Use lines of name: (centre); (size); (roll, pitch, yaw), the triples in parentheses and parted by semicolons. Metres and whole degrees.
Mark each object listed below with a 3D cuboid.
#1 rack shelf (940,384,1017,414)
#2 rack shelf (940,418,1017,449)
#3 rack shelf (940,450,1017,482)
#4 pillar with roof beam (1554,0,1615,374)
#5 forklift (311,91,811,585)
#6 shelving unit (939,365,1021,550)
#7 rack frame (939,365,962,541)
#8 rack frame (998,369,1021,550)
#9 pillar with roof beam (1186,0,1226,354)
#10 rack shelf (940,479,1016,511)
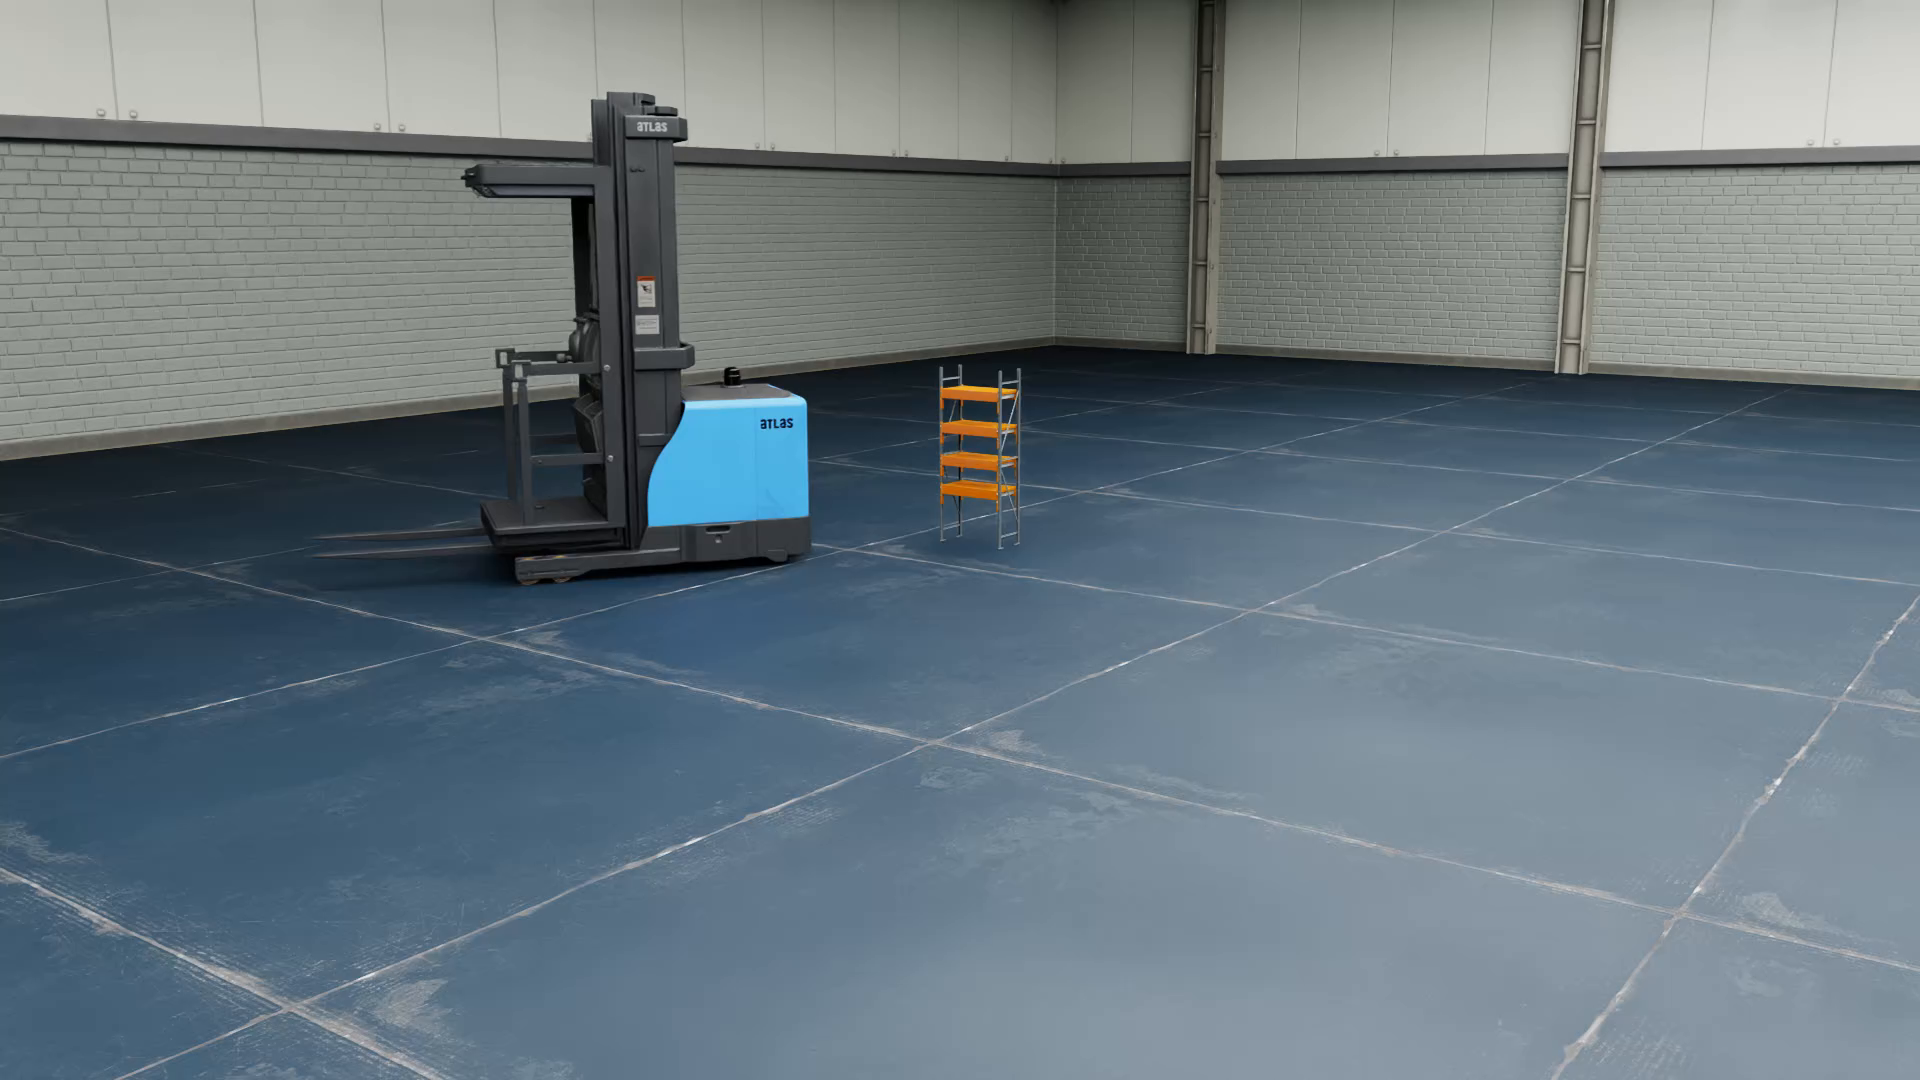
rack shelf: (0.133, -0.956, 11.245); (0.480, 0.148, 0.258); (8, 13, 36)
rack shelf: (0.133, -0.724, 11.290); (0.480, 0.148, 0.258); (8, 13, 36)
rack shelf: (0.133, -0.504, 11.332); (0.480, 0.148, 0.258); (8, 13, 36)
pillar with roof beam: (6.272, -6.170, 19.732); (0.400, 9.000, 9.100); (8, 13, 36)
forklift: (-2.536, -1.279, 10.423); (3.031, 2.935, 1.130); (-4, 12, -20)
shelving unit: (0.133, -0.570, 11.320); (0.503, 1.200, 0.258); (8, 13, 36)
rack frame: (-0.063, -0.598, 11.461); (0.015, 1.200, 0.240); (8, 13, 36)
rack frame: (0.330, -0.543, 11.178); (0.015, 1.200, 0.240); (8, 13, 36)
pillar with roof beam: (1.436, -6.845, 23.219); (0.400, 9.000, 9.100); (8, 13, 36)
rack shelf: (0.133, -0.309, 11.370); (0.480, 0.148, 0.258); (8, 13, 36)
